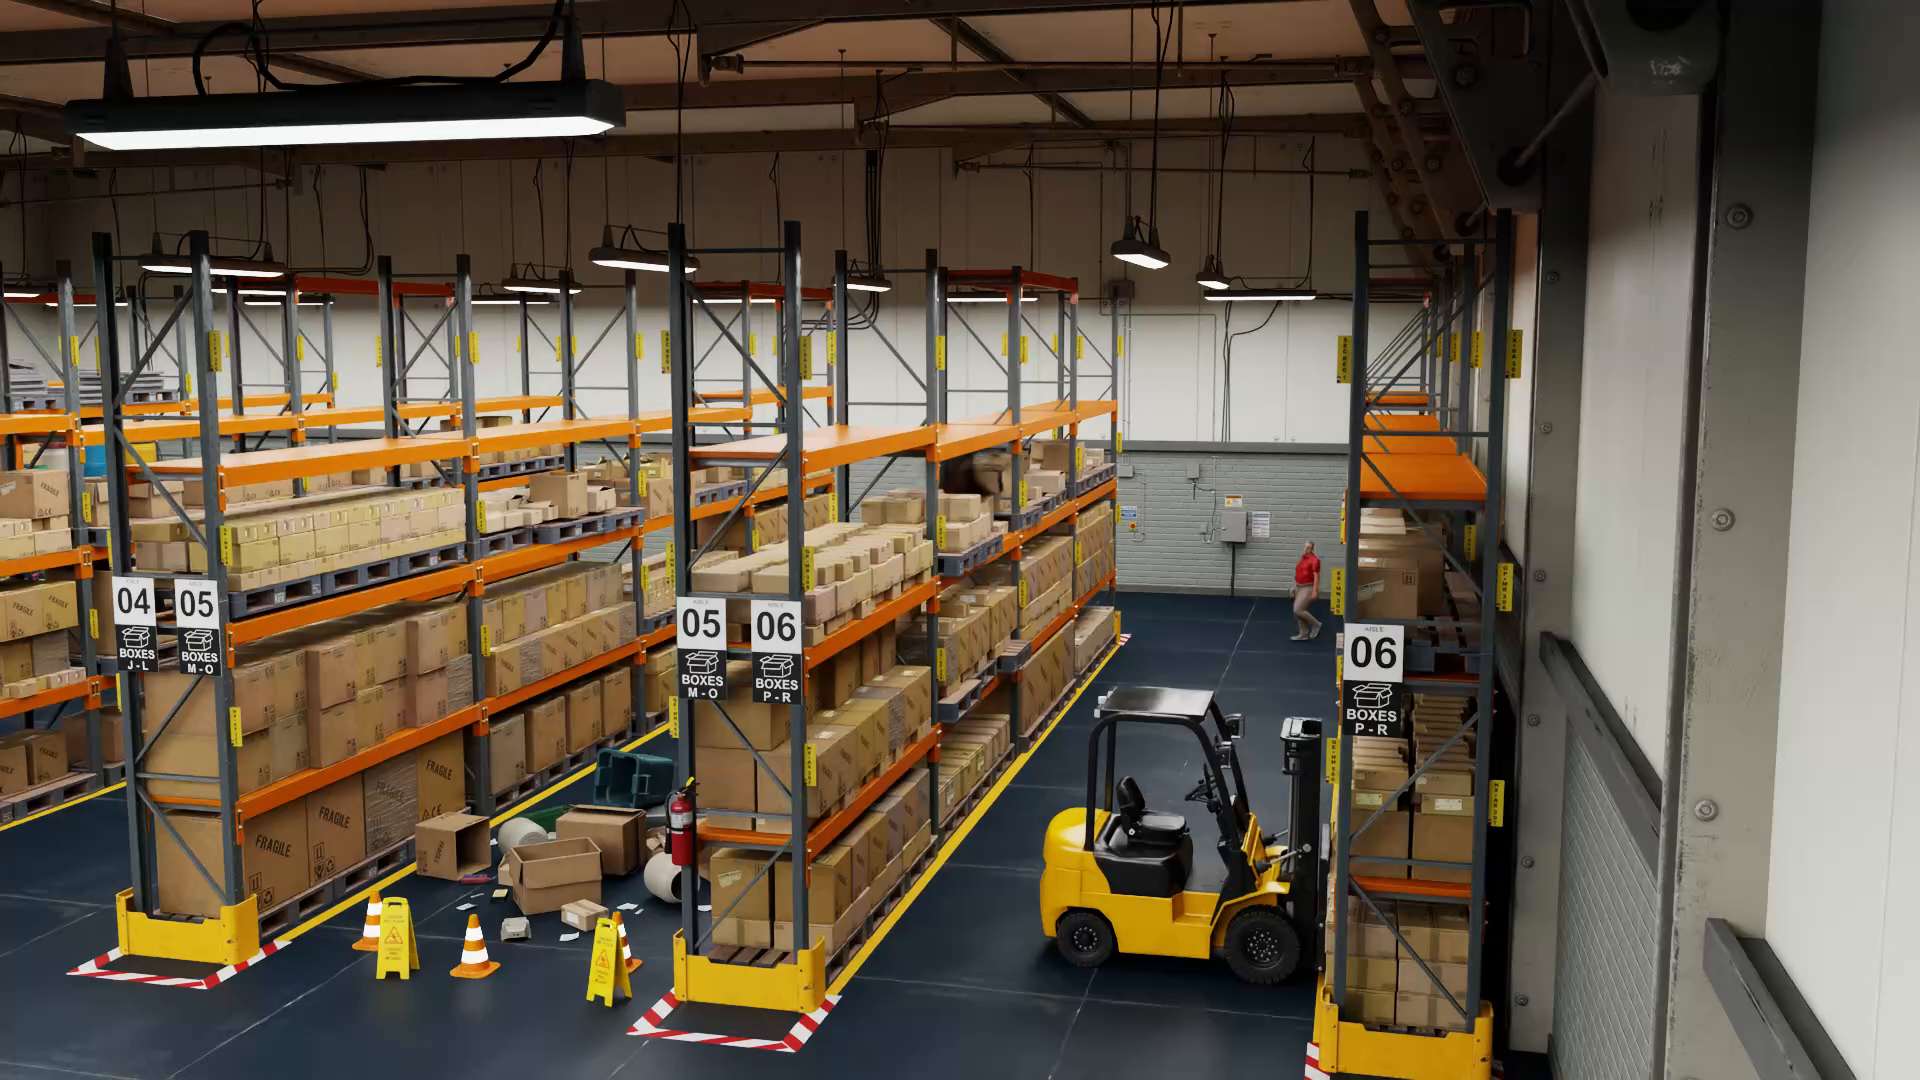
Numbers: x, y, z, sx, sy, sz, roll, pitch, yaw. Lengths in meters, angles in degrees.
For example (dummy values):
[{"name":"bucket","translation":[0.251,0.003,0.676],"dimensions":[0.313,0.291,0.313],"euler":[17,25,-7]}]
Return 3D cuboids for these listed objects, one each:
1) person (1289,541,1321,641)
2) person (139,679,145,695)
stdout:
[{"name":"person","translation":[5.866,0.869,28.232],"dimensions":[0.517,1.712,0.615],"euler":[-1,7,-9]},{"name":"person","translation":[-11.026,1.556,22.446],"dimensions":[0.553,1.791,0.616],"euler":[-5,9,-35]}]
